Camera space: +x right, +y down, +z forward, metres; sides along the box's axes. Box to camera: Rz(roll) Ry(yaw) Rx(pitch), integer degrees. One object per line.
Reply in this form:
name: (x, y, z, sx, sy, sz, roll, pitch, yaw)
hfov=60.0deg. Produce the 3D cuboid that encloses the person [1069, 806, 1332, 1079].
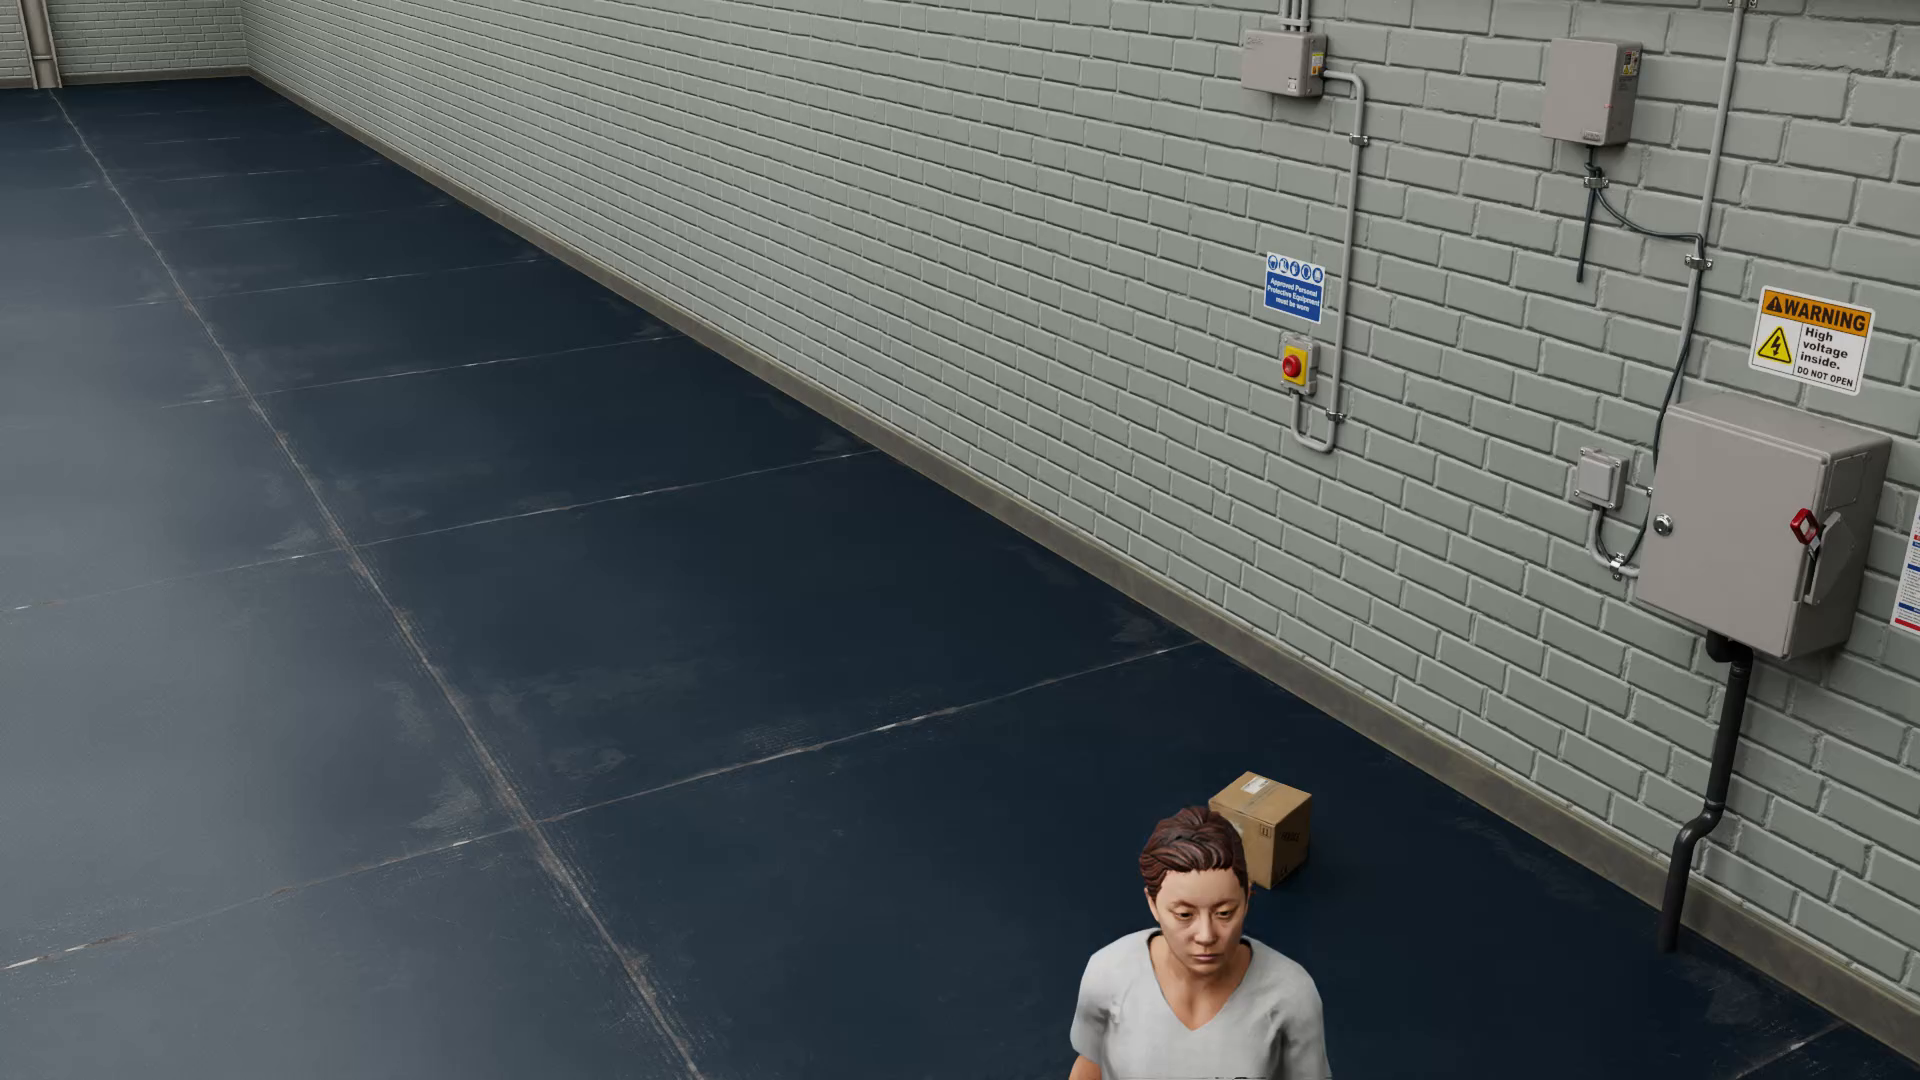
person: (0.404, 1.259, 2.930, 0.466, 1.654, 0.832, 2, 22, 4)
